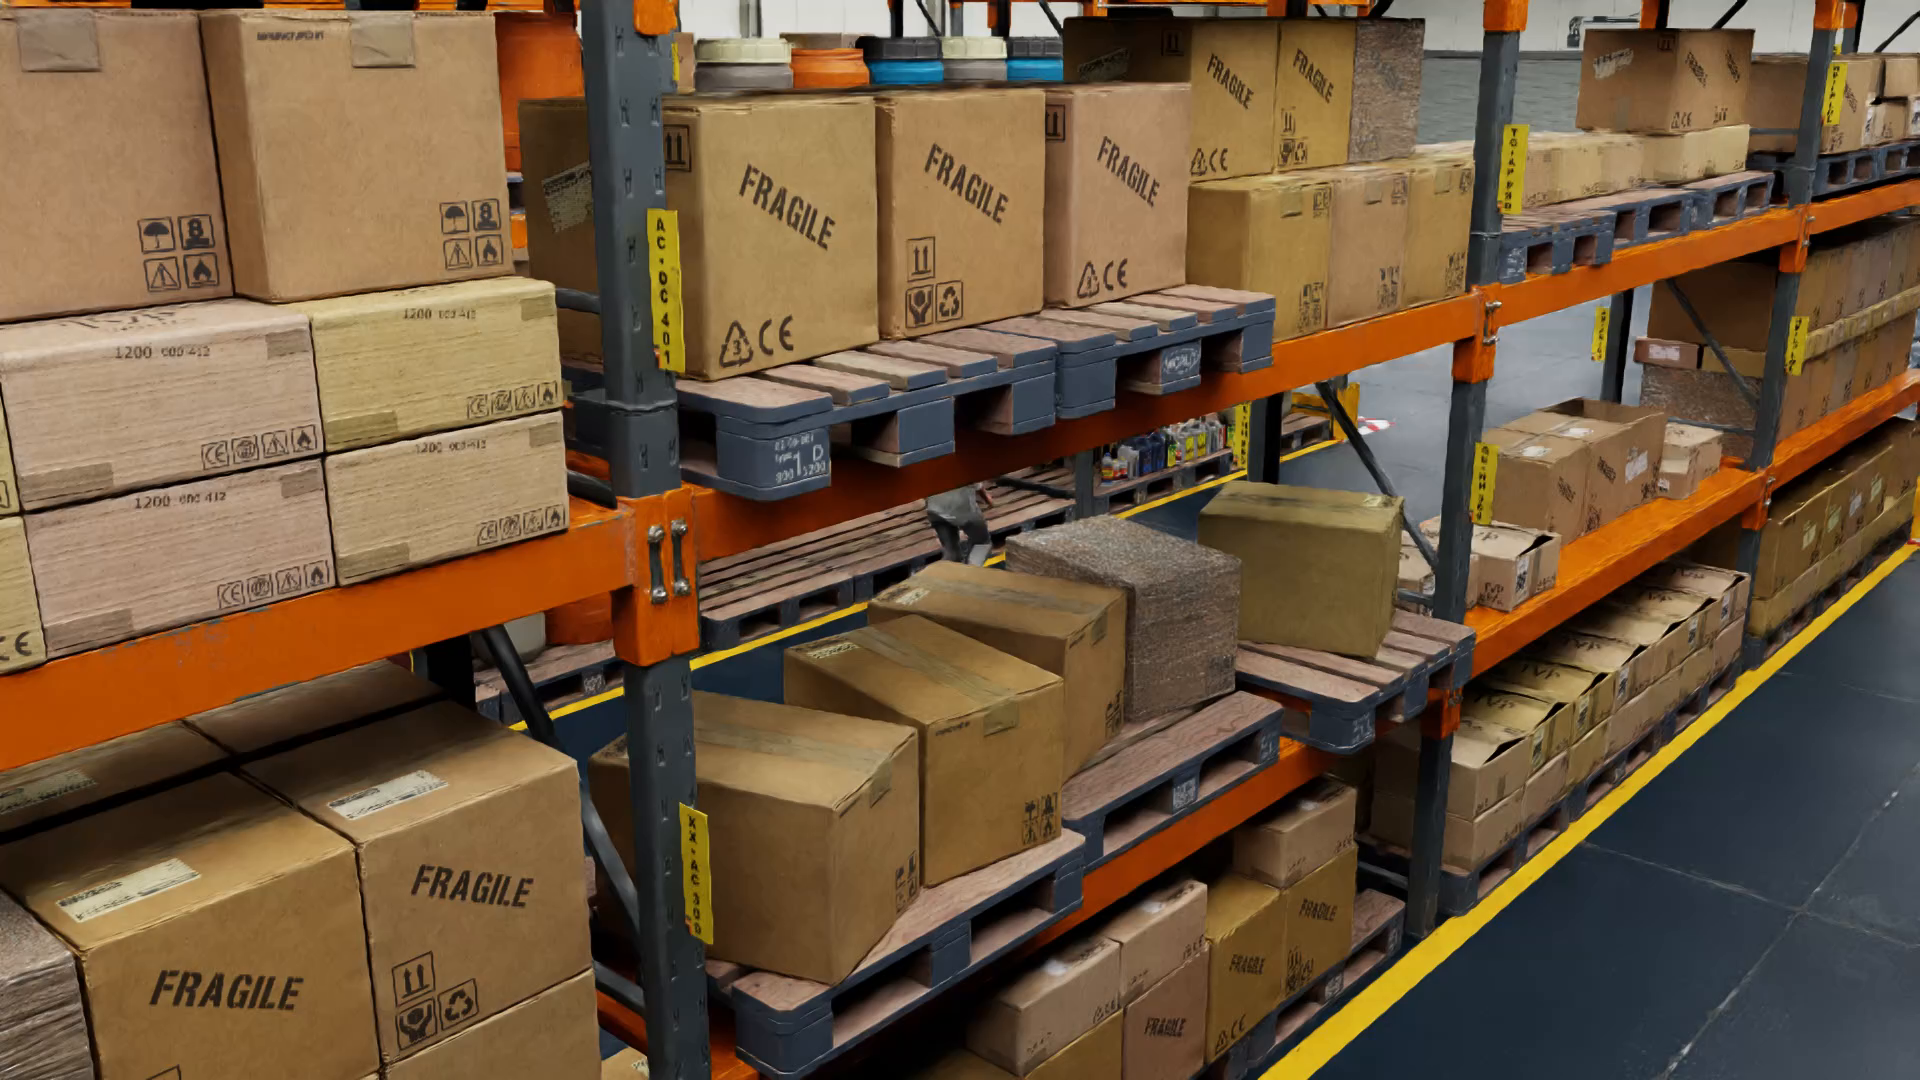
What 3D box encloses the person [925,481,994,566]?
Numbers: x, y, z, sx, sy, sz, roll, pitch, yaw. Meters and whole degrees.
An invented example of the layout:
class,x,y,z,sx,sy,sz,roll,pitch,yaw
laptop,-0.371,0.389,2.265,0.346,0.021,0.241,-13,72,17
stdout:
class,x,y,z,sx,sy,sz,roll,pitch,yaw
person,-0.043,-0.223,10.848,0.584,1.562,0.441,11,20,31
